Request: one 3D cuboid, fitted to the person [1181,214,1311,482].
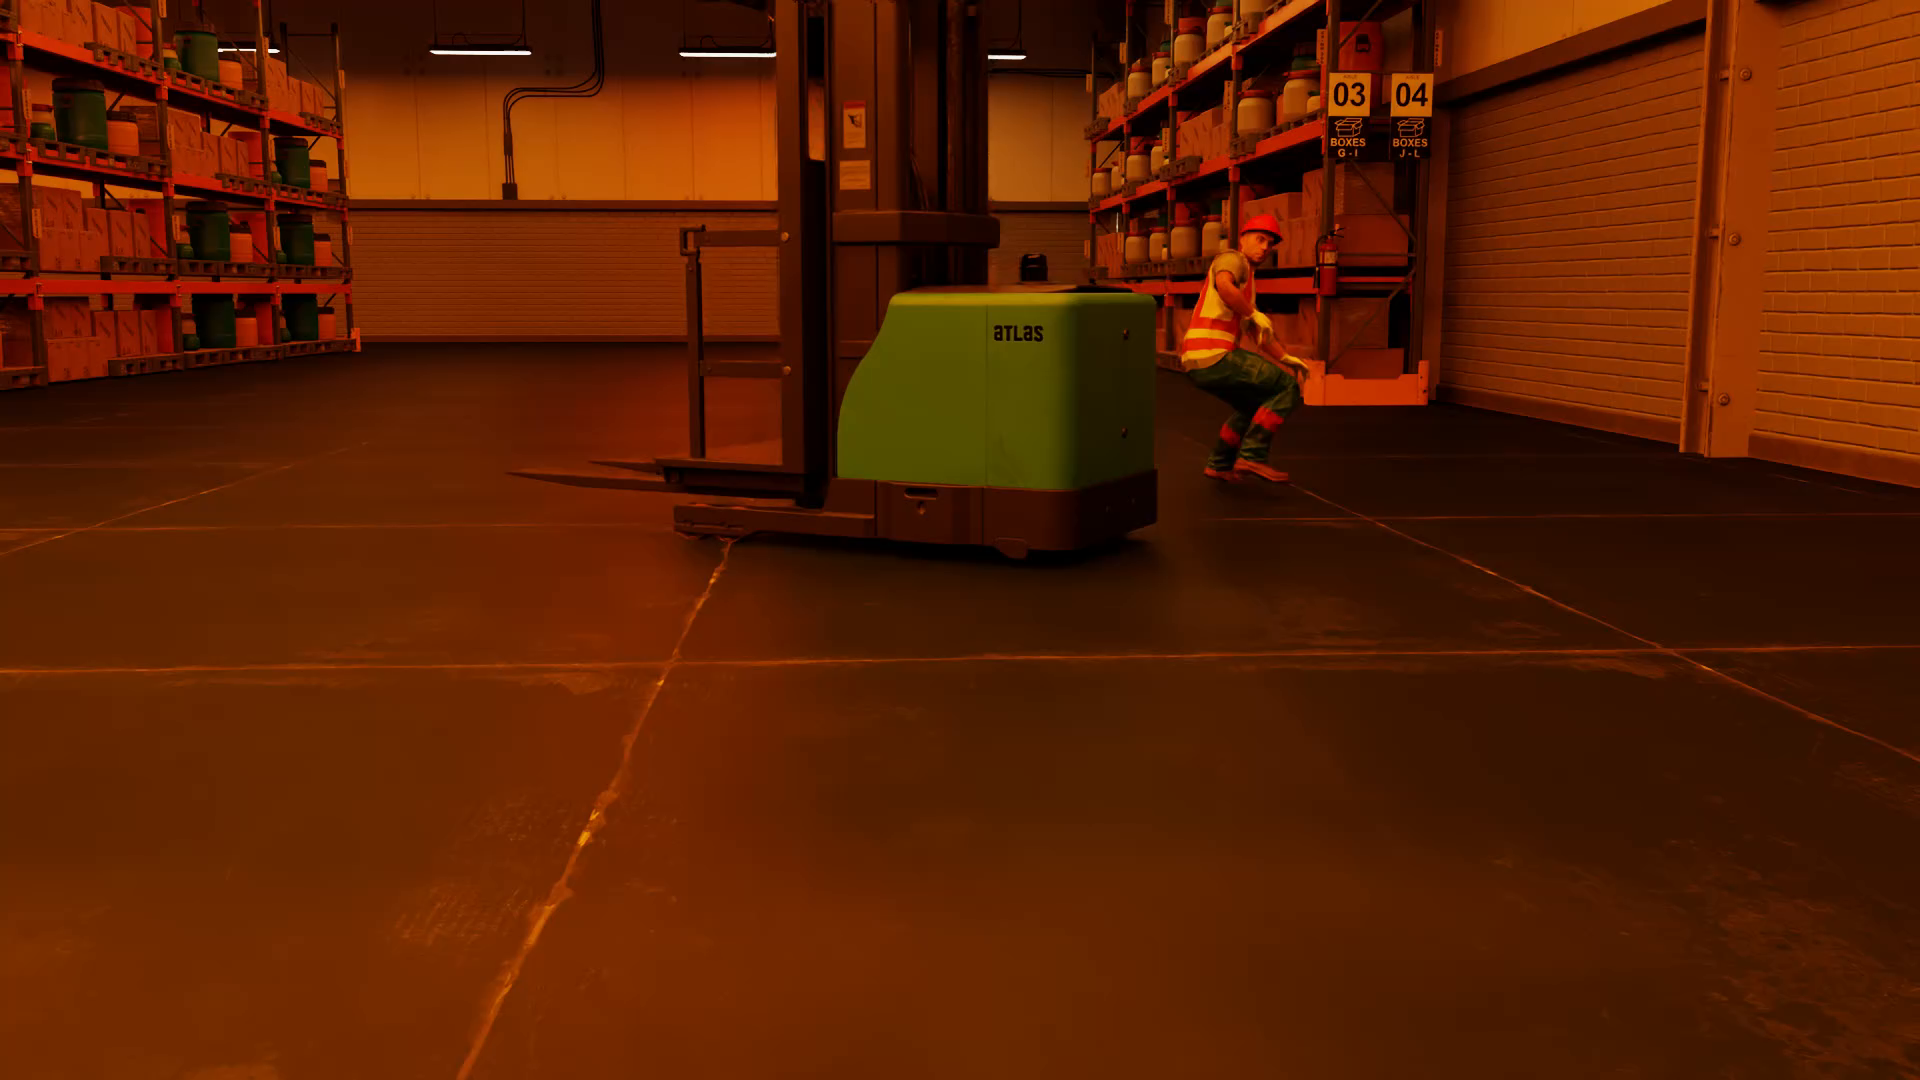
[{"bbox_3d":[1.595,-1.002,9.116,0.777,1.540,0.898,0,8,2],"label":"person"}]

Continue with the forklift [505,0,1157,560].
[{"bbox_3d":[-0.685,-1.498,7.418,3.031,2.935,1.130,4,9,27],"label":"forklift"}]
